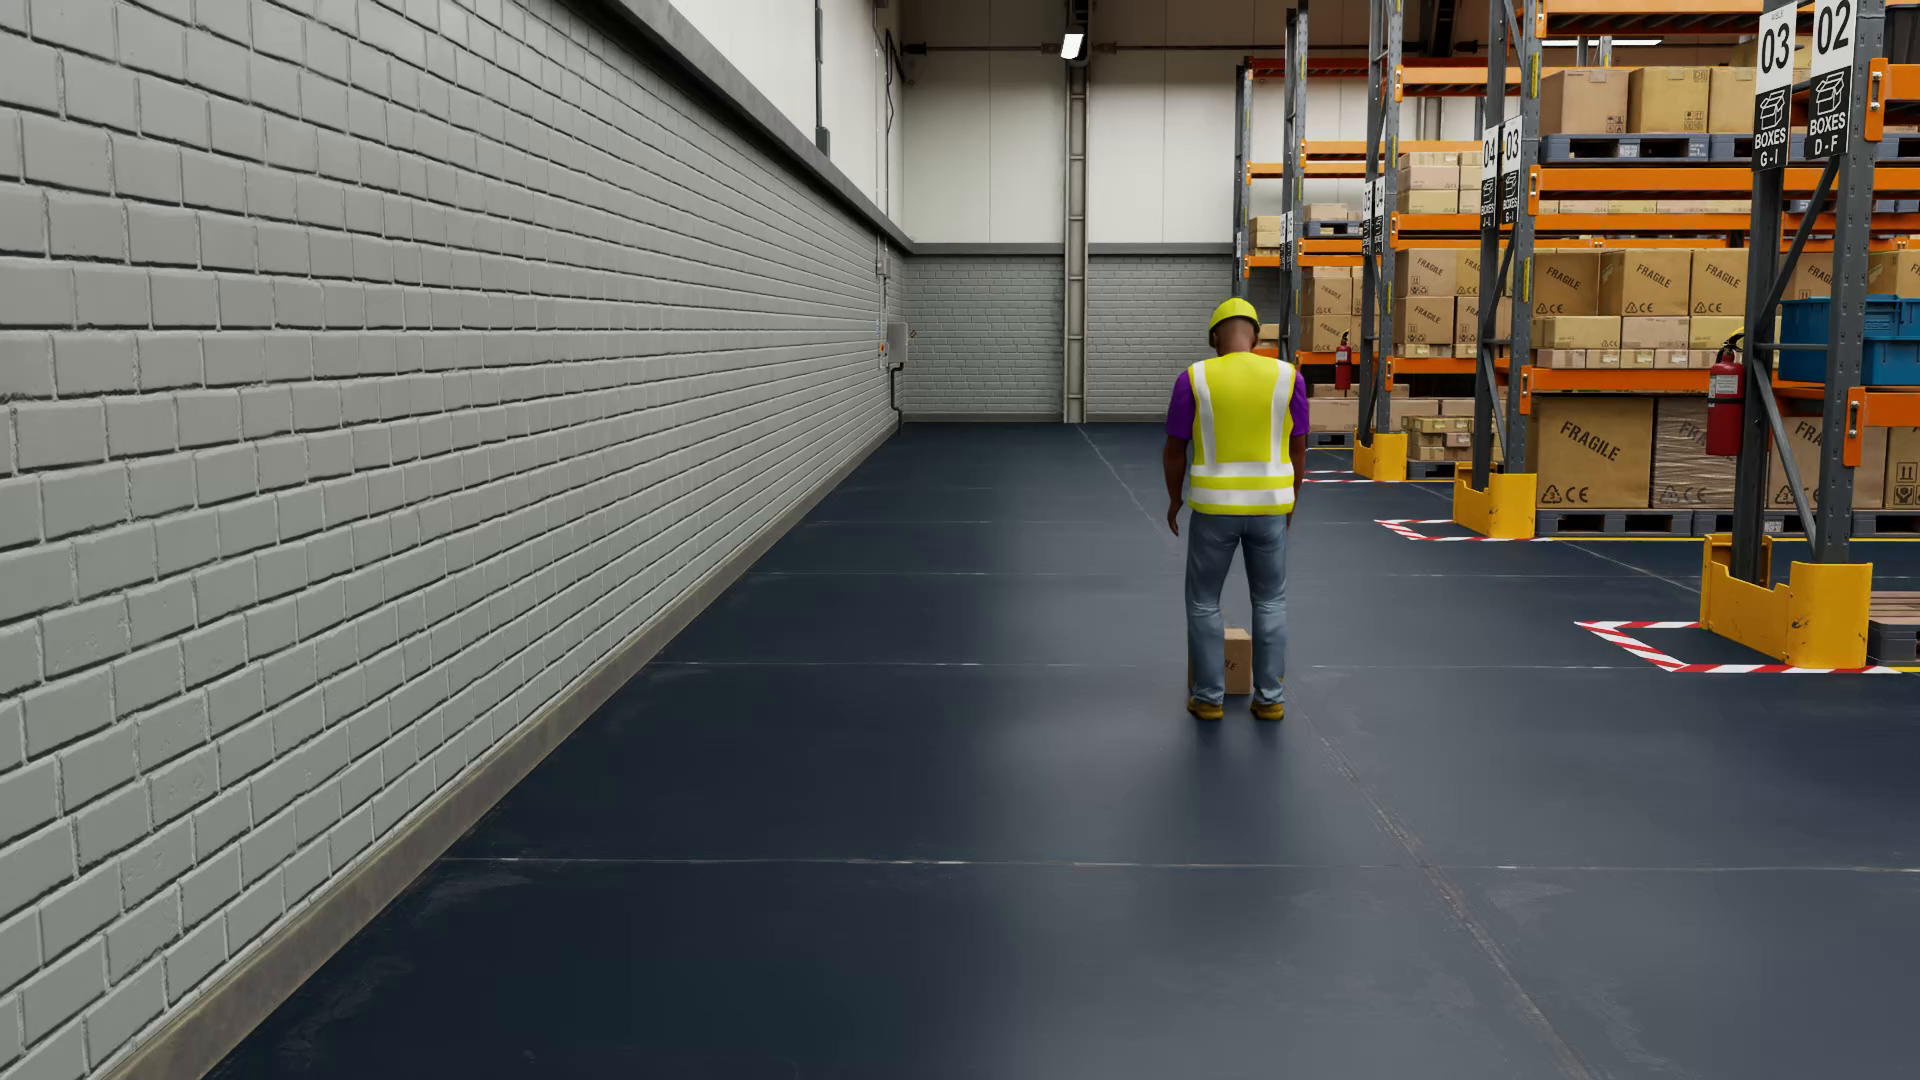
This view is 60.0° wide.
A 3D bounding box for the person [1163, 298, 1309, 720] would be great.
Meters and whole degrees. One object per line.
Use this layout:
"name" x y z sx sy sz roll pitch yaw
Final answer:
"person" 1.131 -0.130 6.874 0.588 1.725 0.438 0 7 3
